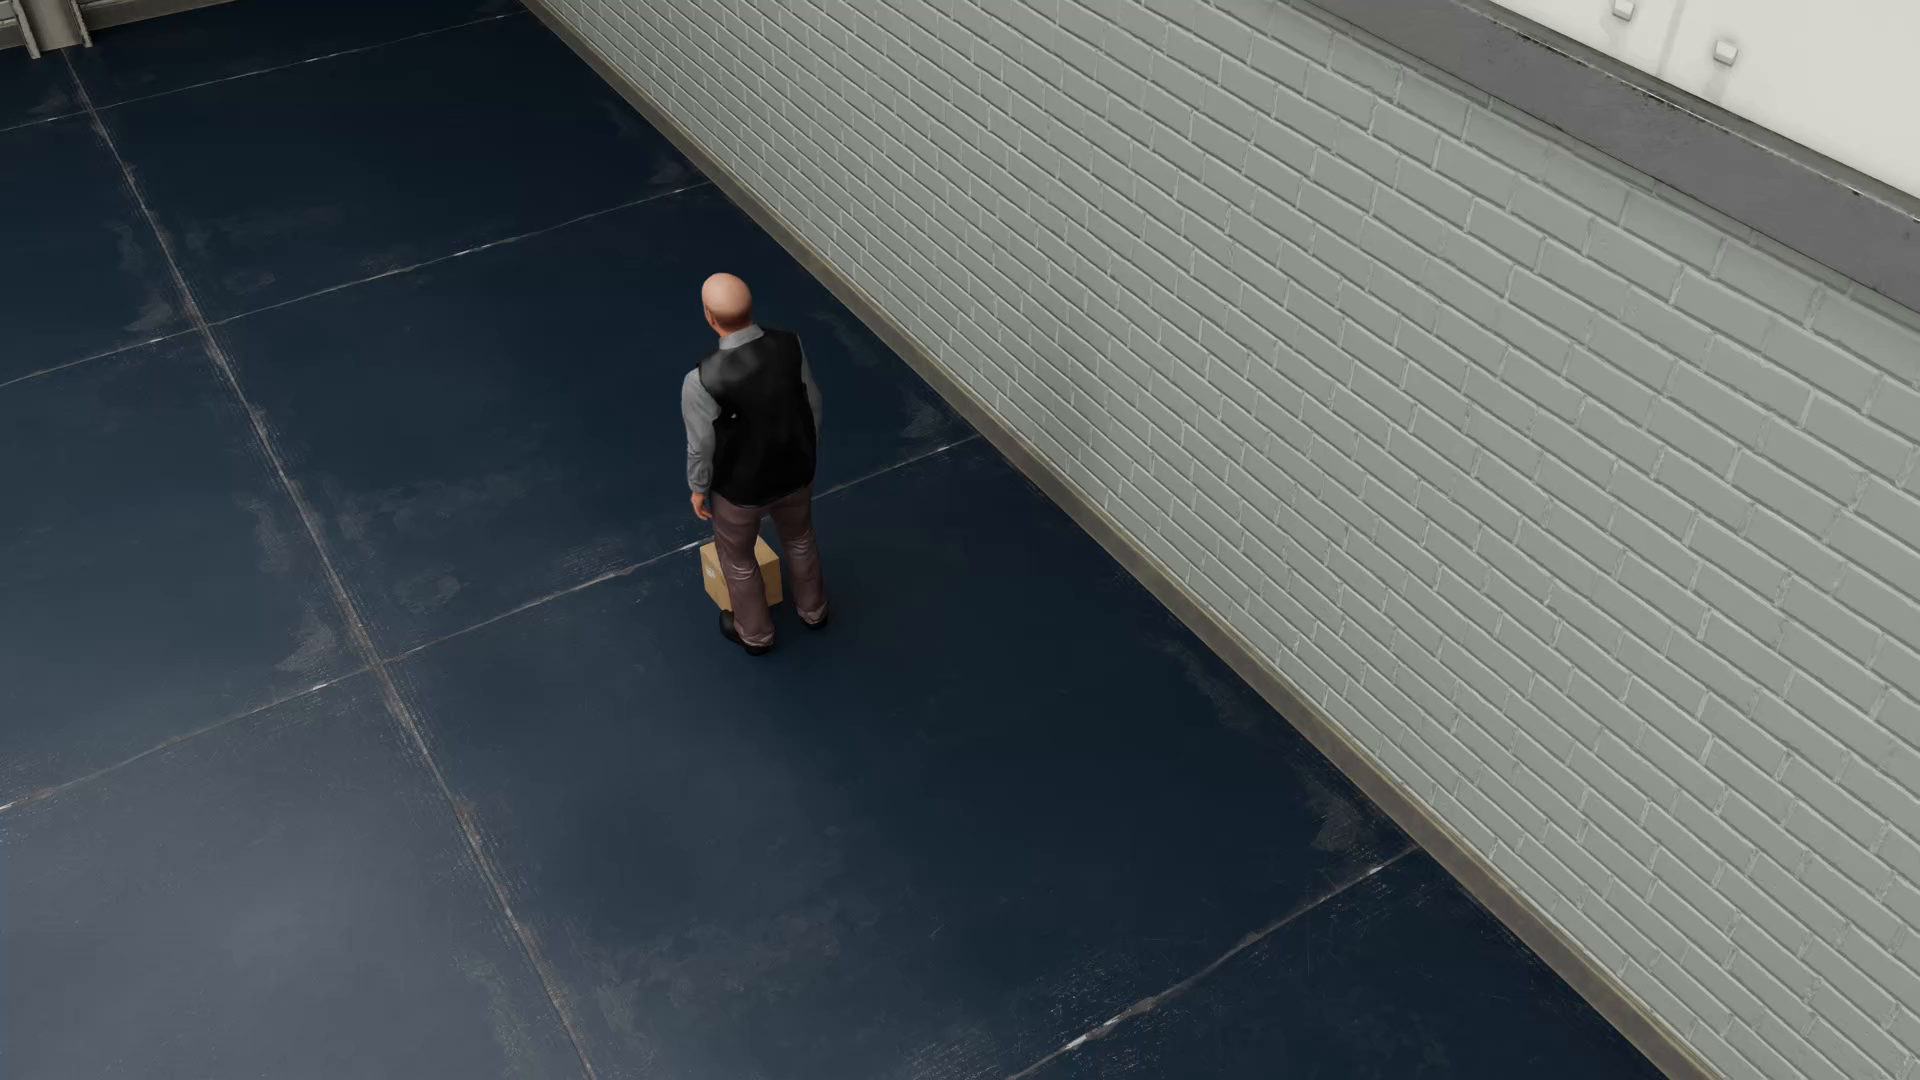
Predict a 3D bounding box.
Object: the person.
[{"bbox_3d":[-0.783,-0.257,6.478,0.586,1.720,0.423,-25,46,-26],"label":"person"}]
